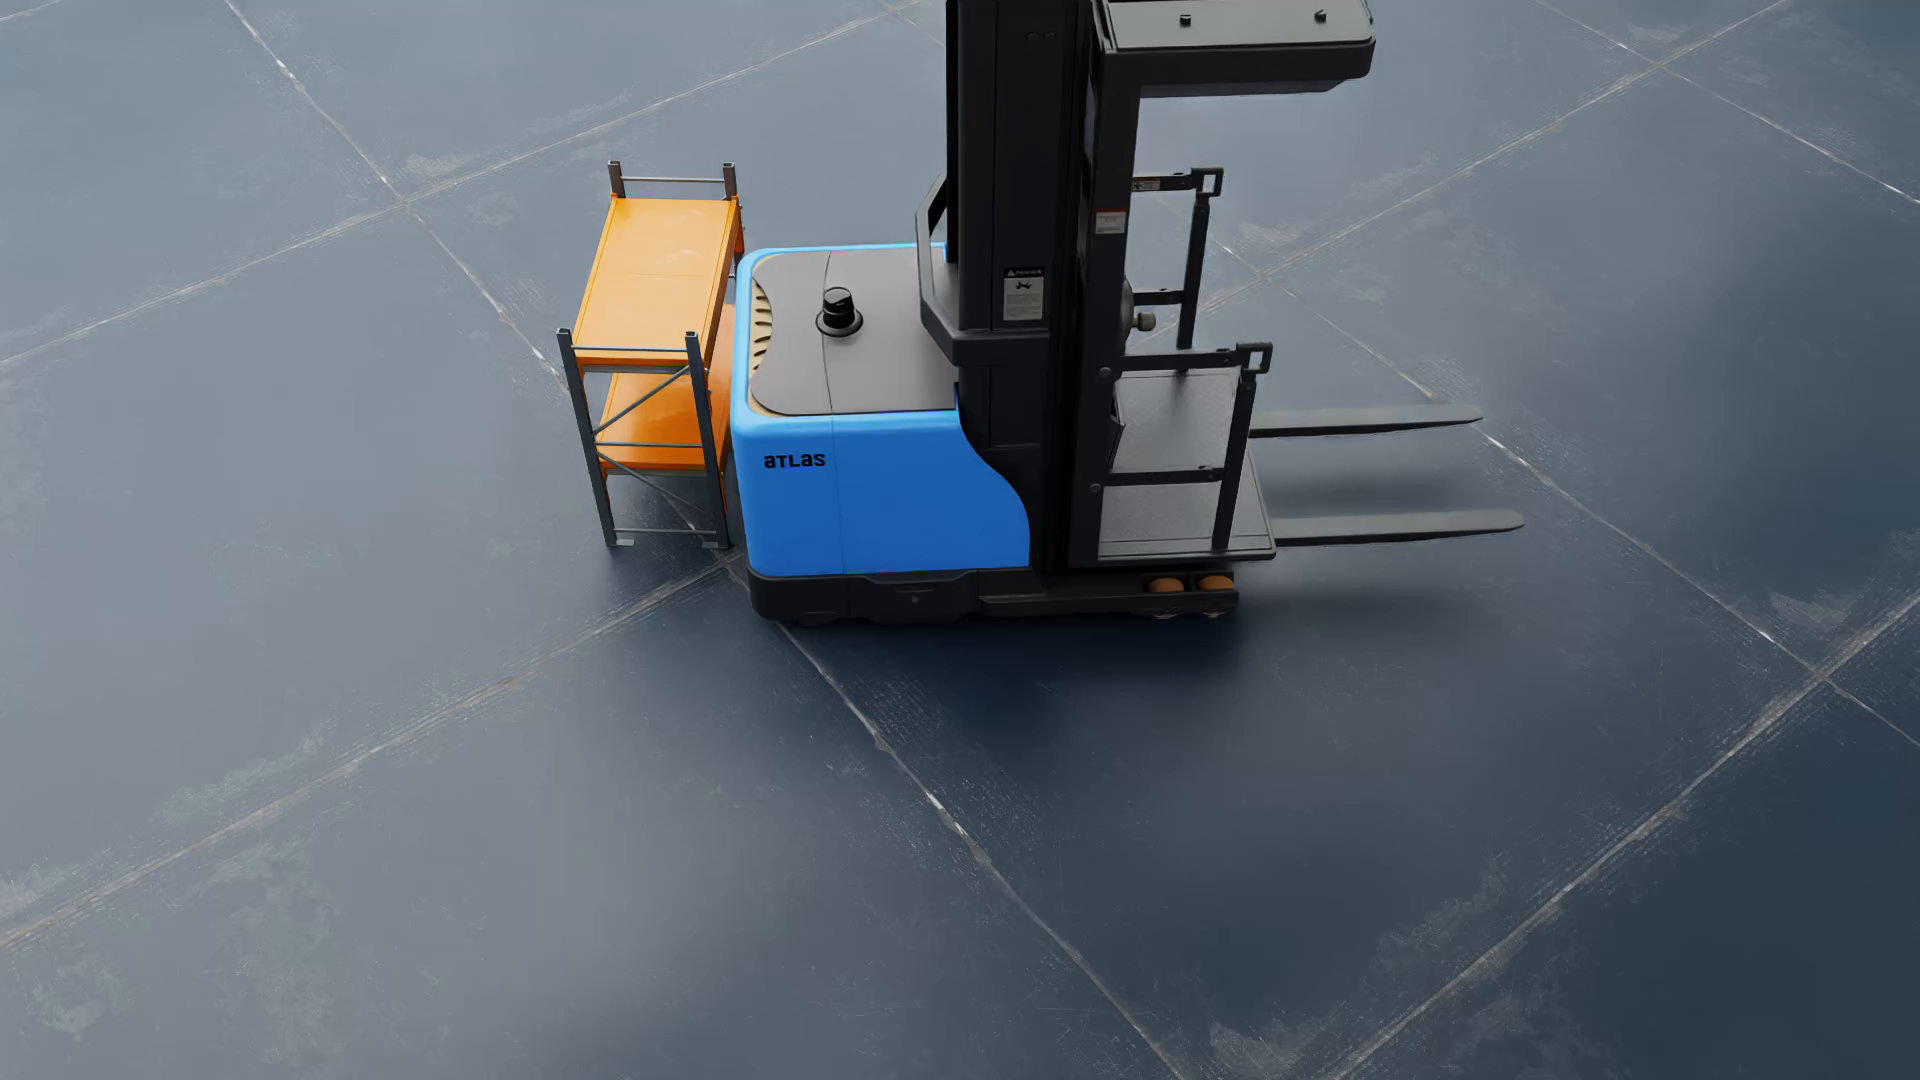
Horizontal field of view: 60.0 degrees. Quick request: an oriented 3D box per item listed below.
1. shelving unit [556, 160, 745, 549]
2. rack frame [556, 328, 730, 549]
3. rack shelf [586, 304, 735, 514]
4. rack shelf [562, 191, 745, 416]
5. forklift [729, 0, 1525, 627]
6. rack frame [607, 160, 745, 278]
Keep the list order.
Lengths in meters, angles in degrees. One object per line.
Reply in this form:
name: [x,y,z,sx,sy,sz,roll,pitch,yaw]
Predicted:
shelving unit: [-1.163,-0.736,6.657,0.538,1.125,1.048,2,48,1]
rack frame: [-1.182,-0.359,6.316,0.500,1.125,0.032,2,48,1]
rack shelf: [-1.163,-0.572,6.838,0.538,0.278,1.000,2,48,1]
rack shelf: [-1.163,-0.932,6.440,0.538,0.278,1.000,2,48,1]
forklift: [0.681,-1.075,5.745,3.031,2.935,1.130,-2,48,-2]
rack frame: [-1.145,-1.112,6.998,0.500,1.125,0.032,2,48,1]
